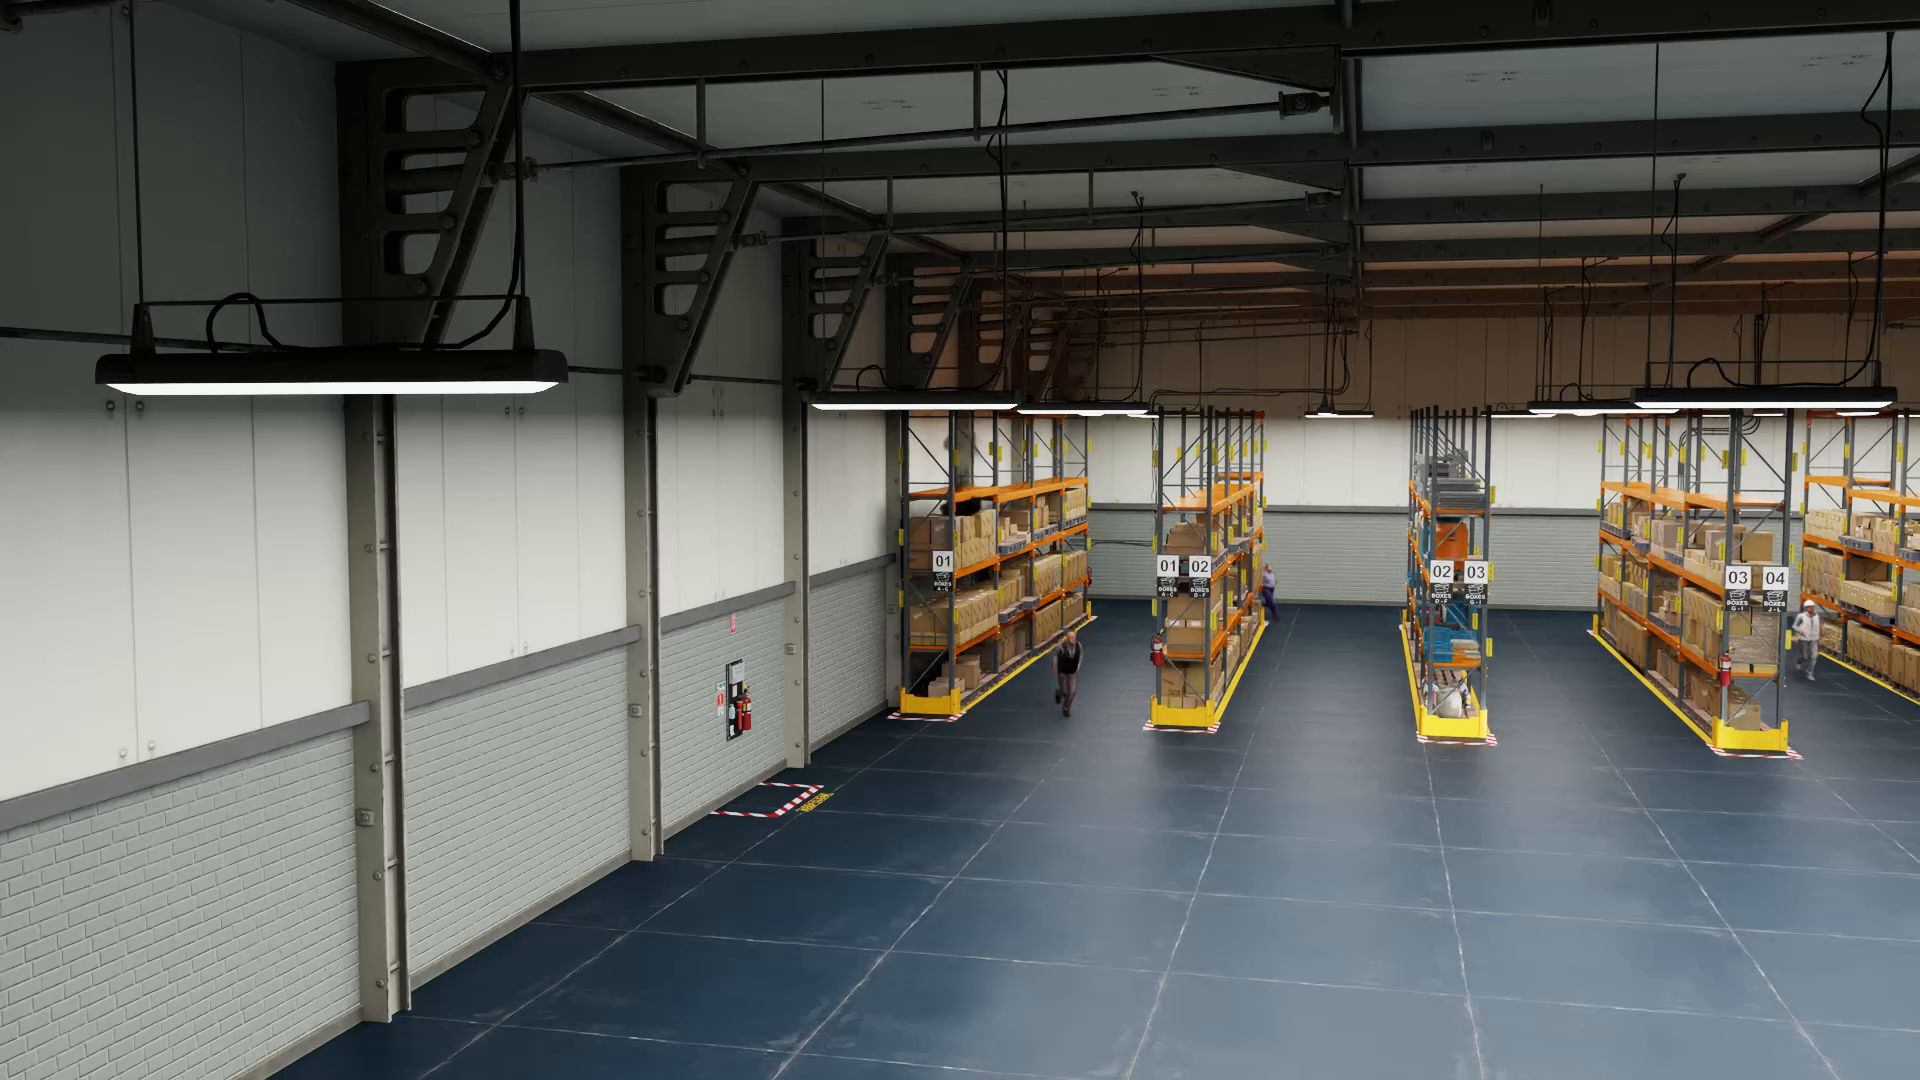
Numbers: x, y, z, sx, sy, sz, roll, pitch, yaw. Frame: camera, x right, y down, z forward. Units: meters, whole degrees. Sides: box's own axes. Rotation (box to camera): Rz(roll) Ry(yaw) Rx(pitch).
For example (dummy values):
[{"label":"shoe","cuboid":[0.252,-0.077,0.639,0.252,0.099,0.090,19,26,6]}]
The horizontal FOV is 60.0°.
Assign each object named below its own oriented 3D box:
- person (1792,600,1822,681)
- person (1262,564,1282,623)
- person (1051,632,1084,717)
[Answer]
[{"label":"person","cuboid":[18.868,2.217,37.014,0.671,1.772,0.798,0,4,6]},{"label":"person","cuboid":[8.834,1.504,47.551,0.959,1.659,0.609,4,5,41]},{"label":"person","cuboid":[2.074,2.595,32.419,0.656,1.667,0.807,-2,4,-21]}]
